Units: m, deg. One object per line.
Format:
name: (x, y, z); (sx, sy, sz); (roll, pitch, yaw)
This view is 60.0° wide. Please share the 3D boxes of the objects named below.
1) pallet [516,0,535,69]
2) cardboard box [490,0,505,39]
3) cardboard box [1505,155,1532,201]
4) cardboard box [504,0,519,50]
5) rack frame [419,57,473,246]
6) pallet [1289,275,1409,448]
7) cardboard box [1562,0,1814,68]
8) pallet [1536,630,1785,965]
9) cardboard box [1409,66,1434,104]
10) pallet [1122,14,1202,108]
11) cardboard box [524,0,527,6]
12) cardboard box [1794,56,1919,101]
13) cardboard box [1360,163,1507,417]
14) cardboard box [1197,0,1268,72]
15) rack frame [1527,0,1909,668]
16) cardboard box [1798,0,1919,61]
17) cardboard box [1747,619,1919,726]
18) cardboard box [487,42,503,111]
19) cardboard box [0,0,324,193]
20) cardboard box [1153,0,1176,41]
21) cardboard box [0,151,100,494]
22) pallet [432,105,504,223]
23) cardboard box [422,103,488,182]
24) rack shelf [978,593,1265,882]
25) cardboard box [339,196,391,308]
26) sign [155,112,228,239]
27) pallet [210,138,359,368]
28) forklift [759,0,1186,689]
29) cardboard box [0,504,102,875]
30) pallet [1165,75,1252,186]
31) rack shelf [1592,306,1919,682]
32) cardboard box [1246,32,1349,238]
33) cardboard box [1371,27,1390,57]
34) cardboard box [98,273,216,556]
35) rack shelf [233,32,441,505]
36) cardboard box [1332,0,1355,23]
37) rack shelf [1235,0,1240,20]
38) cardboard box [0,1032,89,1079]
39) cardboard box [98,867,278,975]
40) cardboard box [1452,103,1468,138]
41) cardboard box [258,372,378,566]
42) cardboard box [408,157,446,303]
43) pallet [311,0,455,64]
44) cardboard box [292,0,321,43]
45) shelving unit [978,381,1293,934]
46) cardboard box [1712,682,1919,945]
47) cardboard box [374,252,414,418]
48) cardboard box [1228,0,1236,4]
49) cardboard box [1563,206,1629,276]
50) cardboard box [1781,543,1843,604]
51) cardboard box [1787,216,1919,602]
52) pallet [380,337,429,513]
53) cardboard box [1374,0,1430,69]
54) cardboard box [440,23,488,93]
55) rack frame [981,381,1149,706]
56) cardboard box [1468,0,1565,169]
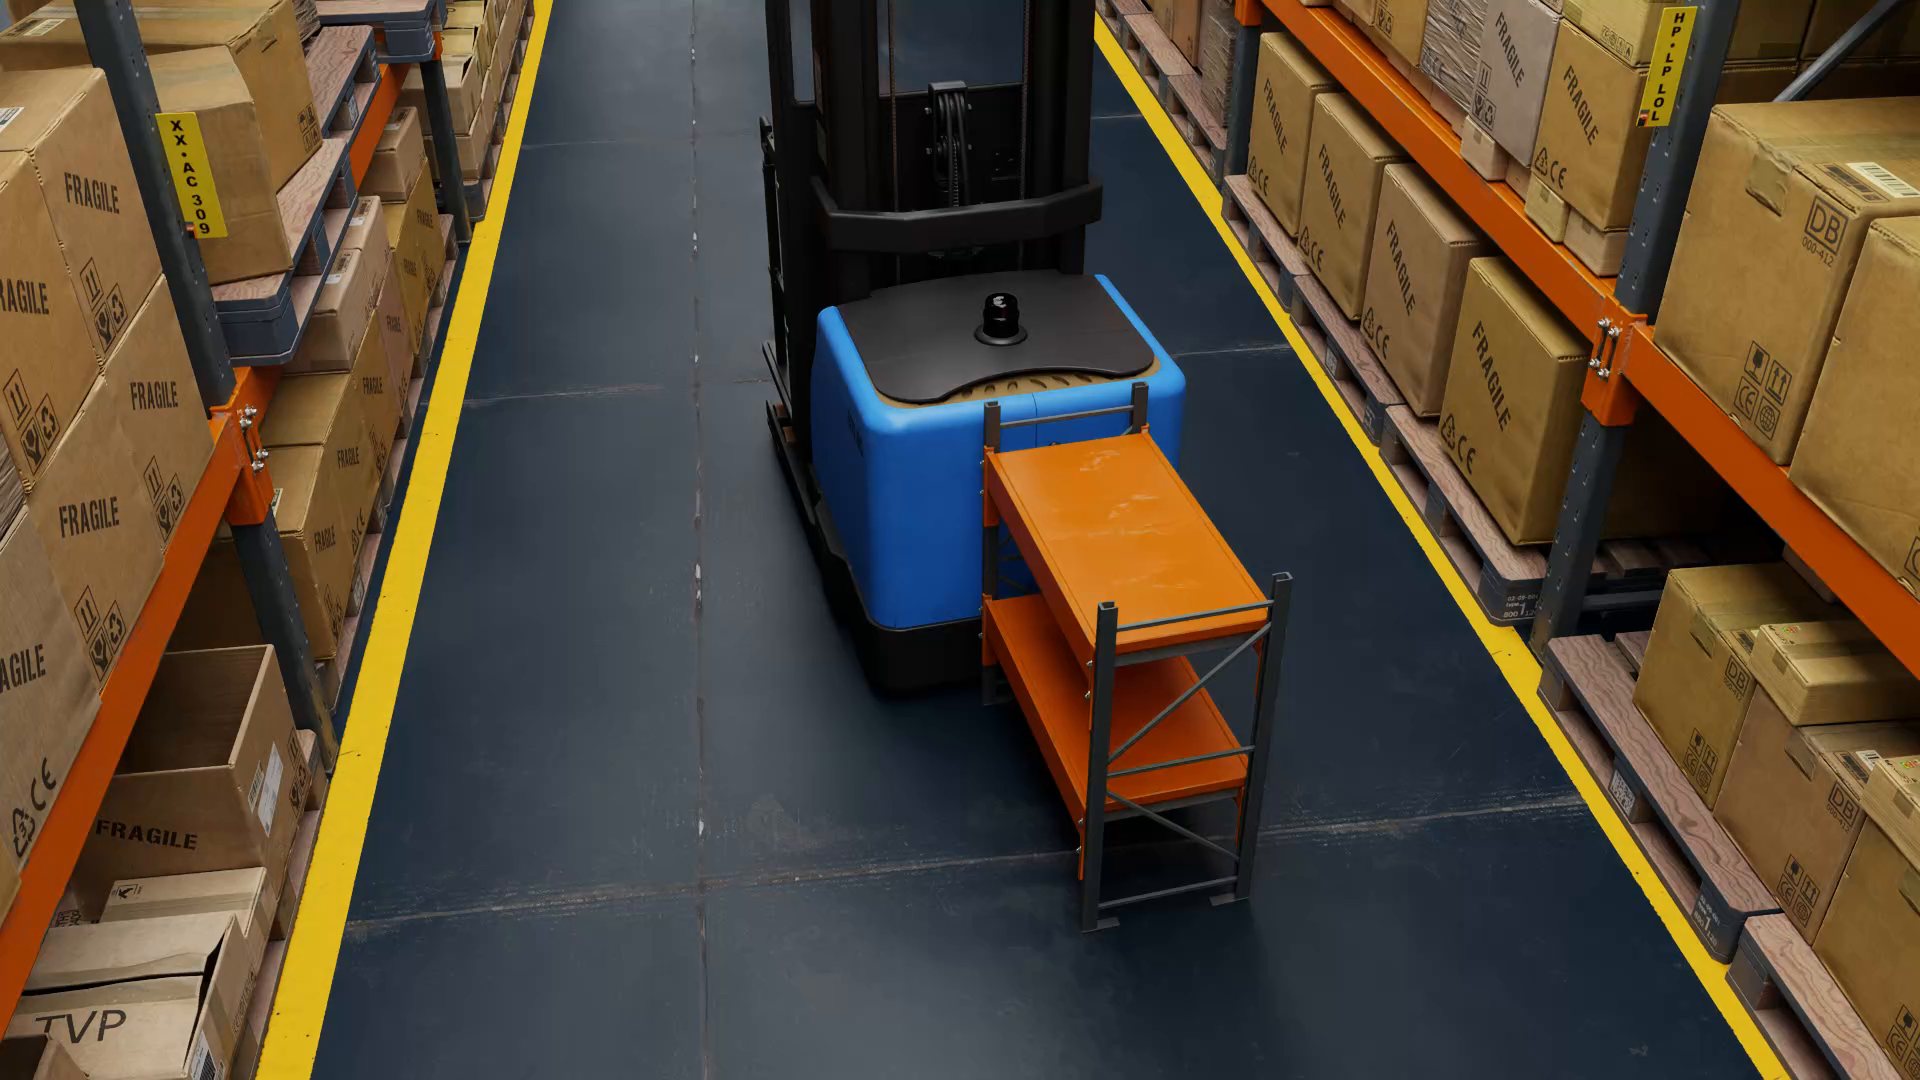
pallet: (-3.393, -3.406, 11.061); (1.003, 0.211, 1.213); (-4, 35, -6)
cardboard box: (-2.987, -3.182, 9.827); (0.500, 0.311, 0.500); (-5, 35, -7)
cardboard box: (2.080, -1.239, 5.609); (0.380, 0.149, 0.250); (-3, 34, -5)
cardboard box: (-3.052, -3.227, 10.390); (0.500, 0.250, 0.500); (-4, 34, -5)
rack frame: (-2.993, -2.735, 7.599); (1.000, 3.000, 0.127); (-4, 35, -6)
pallet: (2.108, -0.835, 7.287); (1.003, 0.211, 1.213); (-4, 35, -6)
cardboard box: (2.137, -1.604, 4.903); (0.500, 0.250, 0.500); (-4, 34, -5)
pallet: (2.478, 0.703, 5.031); (1.003, 0.211, 1.213); (-4, 35, -6)
cardboard box: (1.976, -1.813, 6.452); (0.380, 0.149, 0.250); (-3, 34, -5)
pallet: (1.651, -3.075, 10.575); (1.003, 0.211, 1.213); (-4, 35, -6)
cardboard box: (-3.188, -3.795, 11.224); (0.500, 0.250, 0.500); (-5, 35, -7)
cardboard box: (2.641, -1.328, 5.165); (0.500, 0.500, 0.500); (-6, 35, -8)
cardboard box: (2.115, -1.014, 6.610); (0.750, 0.750, 0.750); (-3, 34, -5)
cardboard box: (1.813, -2.955, 9.752); (0.700, 0.500, 0.500); (-4, 35, -6)
rack frame: (2.453, -0.880, 4.878); (1.000, 3.000, 0.127); (-4, 35, -6)
cardboard box: (2.650, -1.639, 4.954); (0.500, 0.250, 0.500); (-3, 34, -5)
cardboard box: (2.318, 0.341, 4.356); (0.380, 0.149, 0.250); (-3, 34, -5)
cardboard box: (-2.916, -2.657, 9.553); (0.500, 0.250, 0.500); (-5, 35, -8)
cardboard box: (-2.452, -1.378, 5.146); (0.700, 0.500, 0.500); (1, 34, 1)
cardboard box: (1.641, -3.511, 10.568); (0.700, 0.500, 0.500); (-4, 34, -6)
cardboard box: (-2.059, -0.409, 3.210); (0.500, 0.500, 0.500); (-5, 35, -7)
pallet: (-3.065, -2.045, 9.063); (1.003, 0.211, 1.213); (-4, 35, -6)
cardboard box: (-2.772, -2.087, 8.717); (0.500, 0.250, 0.500); (-4, 35, -7)
rack shelf: (0.447, 0.514, 4.931); (0.538, 0.278, 1.000); (-9, 35, -12)
cardboard box: (-2.481, -1.088, 6.346); (0.500, 0.250, 0.500); (-5, 35, -7)
sign: (-1.918, -0.906, 4.147); (0.100, 0.325, 0.005); (-4, 35, -6)
pallet: (-2.454, -0.878, 5.045); (1.003, 0.211, 1.213); (-4, 35, -6)
forklift: (-0.164, -1.552, 5.924); (1.130, 2.935, 3.031); (-9, 35, -13)
cardboard box: (-1.991, 0.290, 3.073); (0.500, 0.500, 0.500); (-4, 34, -5)
pallet: (1.812, -2.396, 9.578); (1.003, 0.211, 1.213); (-4, 35, -6)
rack shelf: (2.722, 0.533, 3.442); (1.077, 0.370, 4.000); (-4, 35, -6)
cardboard box: (1.884, -1.977, 8.023); (0.750, 0.750, 0.750); (-5, 35, -7)
cardboard box: (1.931, -2.099, 6.872); (0.380, 0.149, 0.250); (-4, 34, -6)
cardboard box: (-2.133, -0.284, 3.915); (0.500, 0.500, 0.500); (-4, 34, -6)
rack shelf: (-2.724, -1.321, 6.164); (1.077, 0.370, 4.000); (-4, 35, -6)
cardboard box: (1.863, -2.388, 7.296); (0.380, 0.149, 0.250); (-5, 35, -7)
rack shelf: (1.647, -3.931, 9.993); (1.077, 0.370, 4.000); (-4, 35, -6)
cardboard box: (-2.197, 1.395, 3.365); (0.797, 0.503, 0.637); (-4, 35, -6)
cardboard box: (-1.987, 0.995, 4.268); (0.380, 0.149, 0.250); (-4, 35, -6)
cardboard box: (2.019, -1.523, 6.026); (0.380, 0.149, 0.250); (-4, 35, -6)
cardboard box: (-2.361, -0.237, 5.763); (0.500, 0.500, 0.500); (-4, 34, -6)
cardboard box: (-2.634, -1.379, 7.440); (0.500, 0.500, 0.500); (-3, 34, -5)
pallet: (-2.832, -2.283, 7.106); (1.213, 0.211, 1.003); (-4, 35, -6)
cardboard box: (-2.863, -2.082, 6.180); (0.700, 0.500, 0.500); (2, 34, 3)
shelving unit: (0.447, 0.312, 4.793); (0.538, 1.125, 1.048); (-9, 35, -12)
cardboard box: (2.517, 0.685, 4.428); (0.700, 0.500, 0.500); (-5, 35, -7)
cardboard box: (-2.488, -0.798, 6.587); (0.500, 0.500, 0.500); (-6, 35, -8)
cardboard box: (1.752, -3.291, 9.579); (0.500, 0.250, 0.500); (-4, 34, -5)
cardboard box: (2.127, -0.952, 5.188); (0.380, 0.149, 0.250); (-4, 34, -6)
cardboard box: (2.630, 0.041, 4.798); (0.380, 0.149, 0.250); (-5, 35, -7)
cardboard box: (2.603, -0.292, 3.749); (0.980, 0.700, 0.700); (-5, 35, -8)
pallet: (-2.769, -0.484, 6.772); (1.003, 0.211, 1.213); (-4, 35, -6)
cardboard box: (1.932, -2.134, 6.347); (0.500, 0.500, 0.500); (-3, 34, -5)
cardboard box: (-2.851, -2.611, 8.988); (0.500, 0.311, 0.500); (-5, 35, -8)
rack frame: (0.314, 0.036, 5.199); (0.500, 1.125, 0.032); (-9, 35, -12)
cardboard box: (2.063, -1.575, 5.527); (0.500, 0.500, 0.500); (-4, 34, -6)
